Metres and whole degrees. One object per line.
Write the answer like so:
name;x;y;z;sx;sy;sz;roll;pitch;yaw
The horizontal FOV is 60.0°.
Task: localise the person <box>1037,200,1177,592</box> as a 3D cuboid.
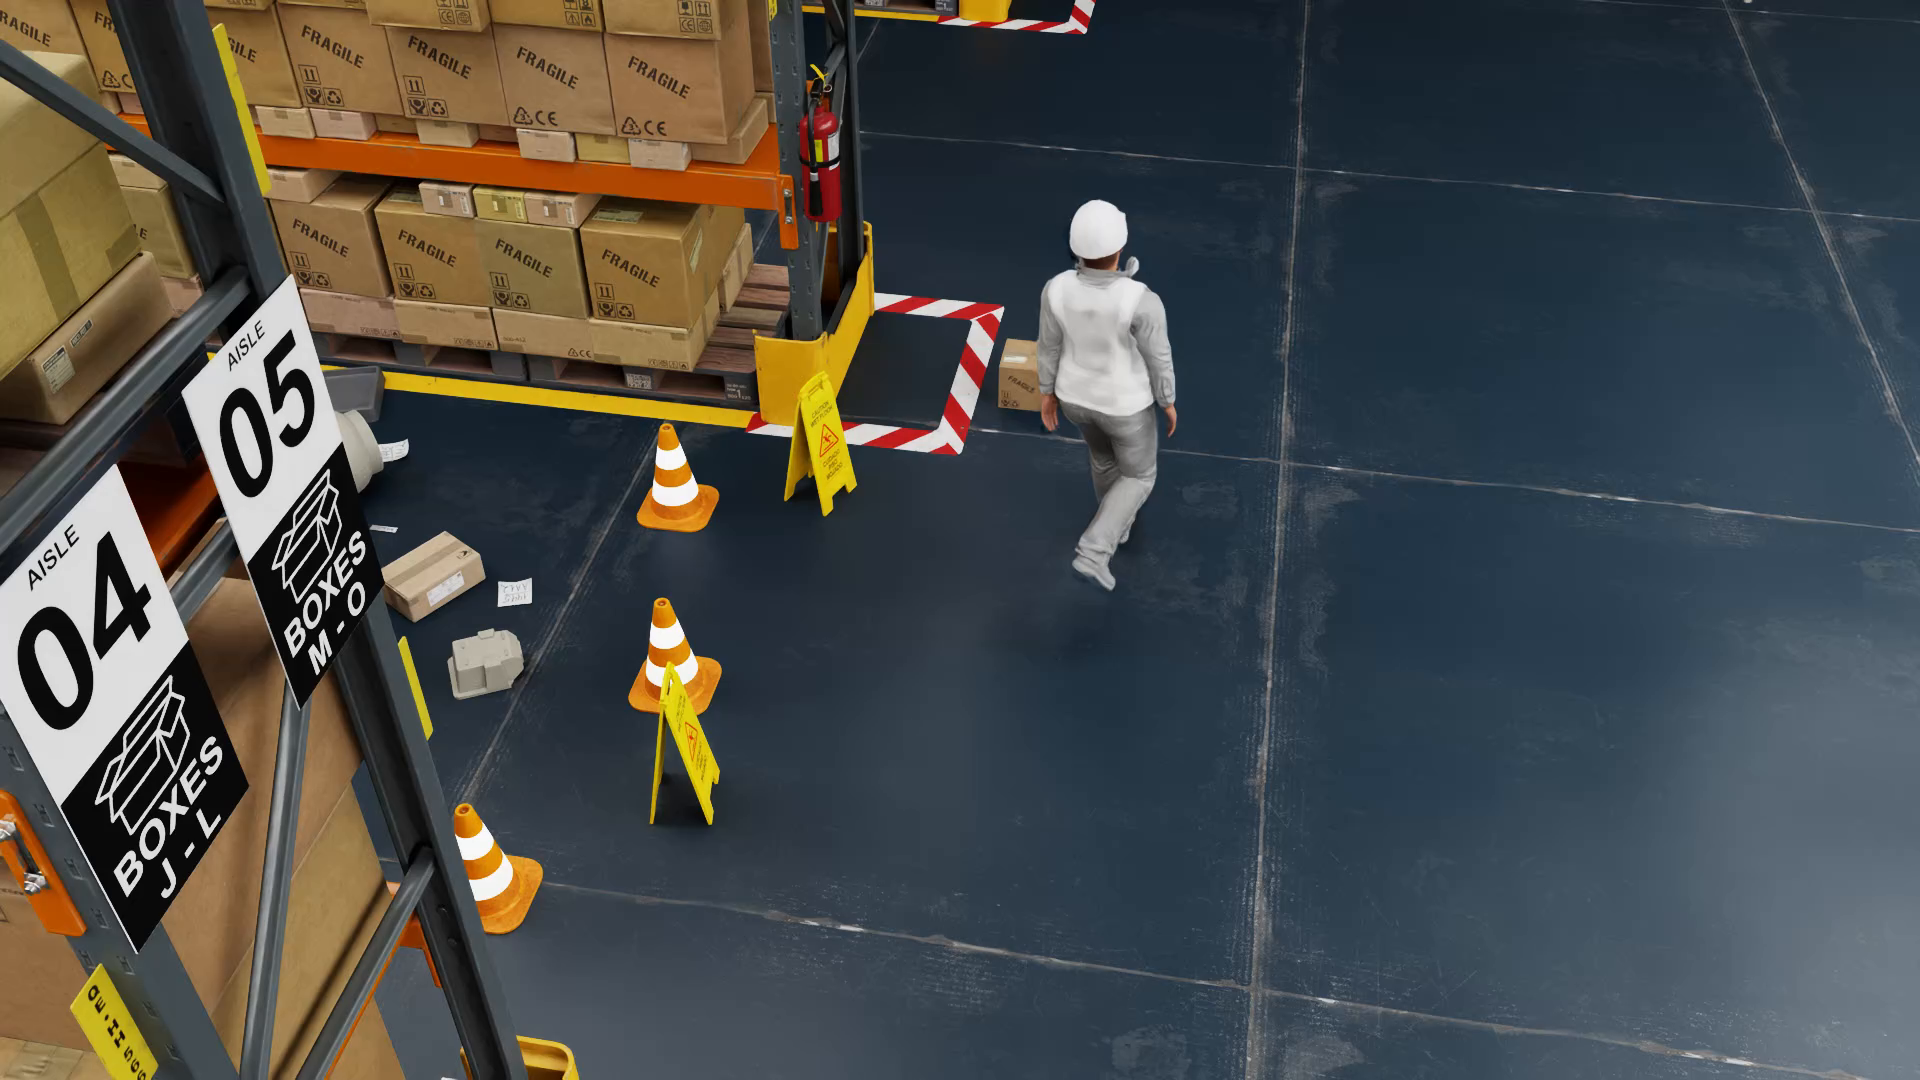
person;0.599;-0.595;6.829;0.584;1.741;0.796;19;44;21
